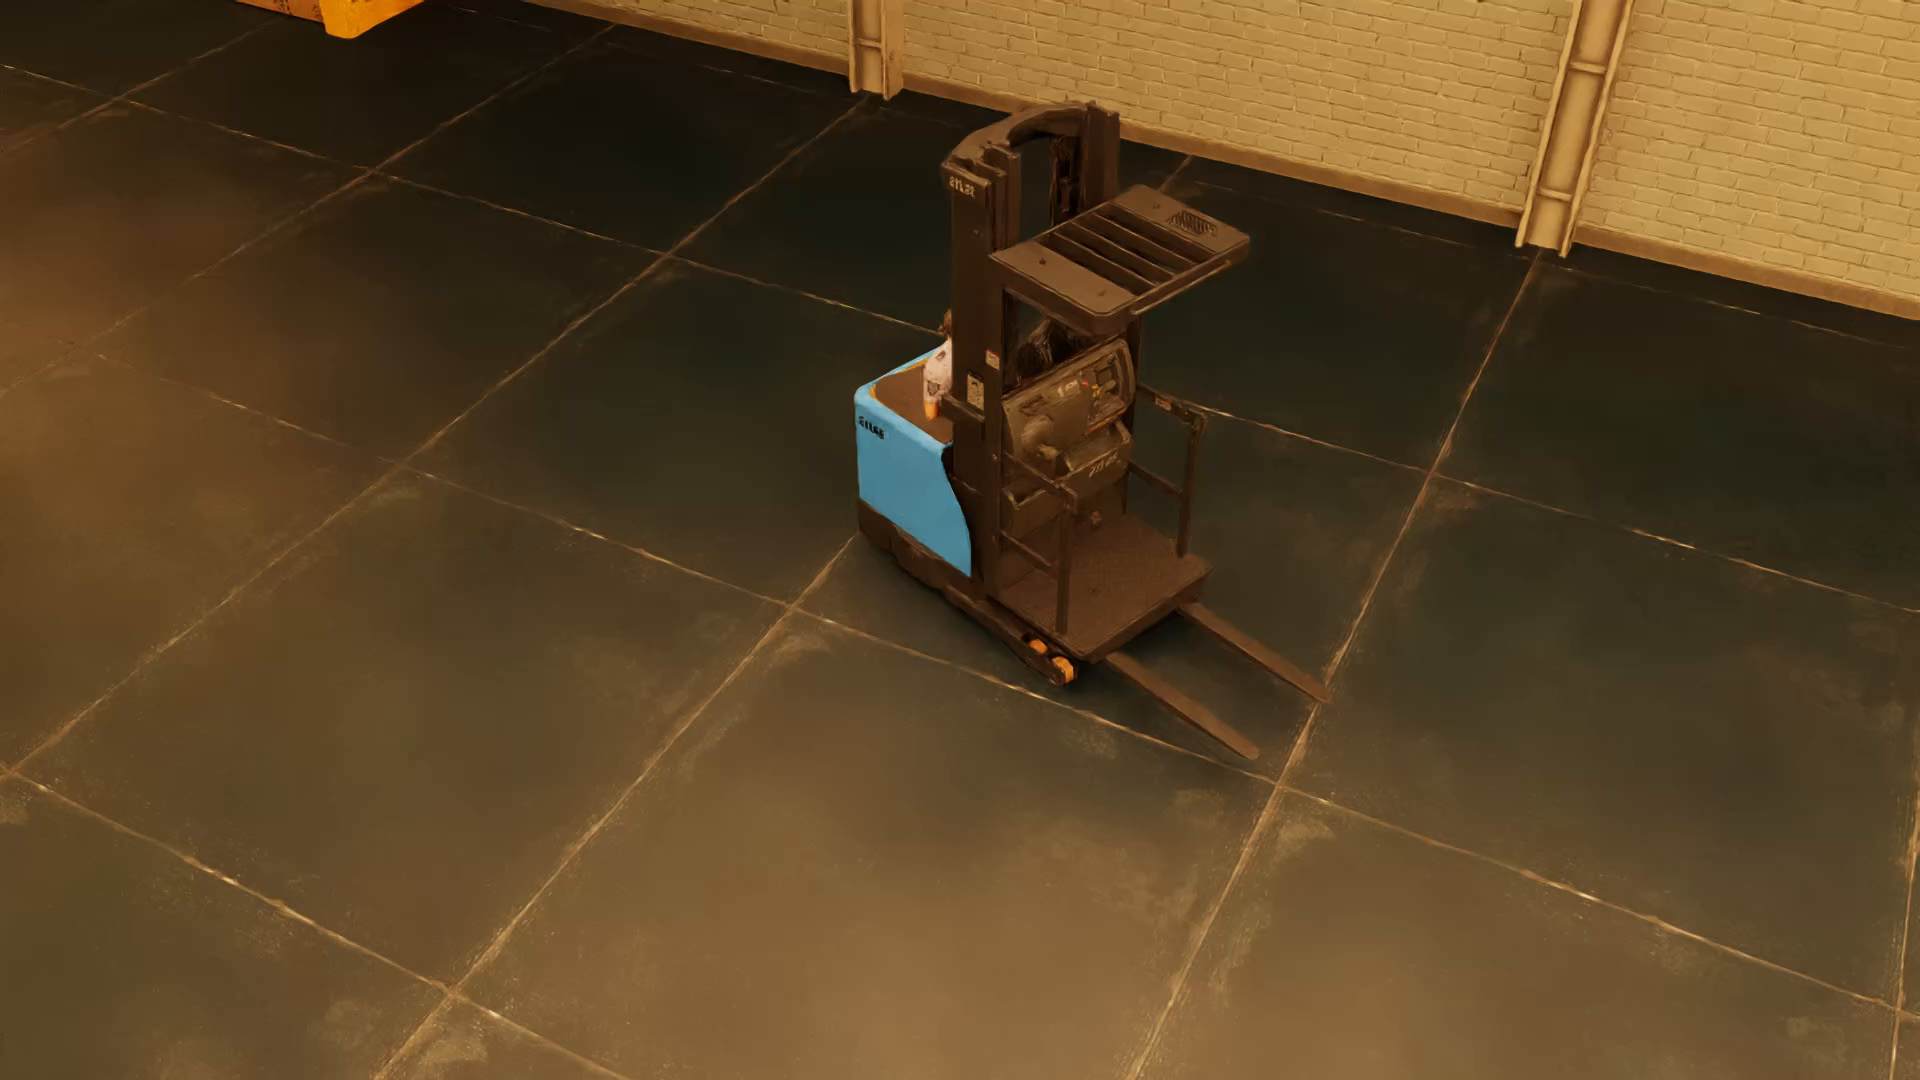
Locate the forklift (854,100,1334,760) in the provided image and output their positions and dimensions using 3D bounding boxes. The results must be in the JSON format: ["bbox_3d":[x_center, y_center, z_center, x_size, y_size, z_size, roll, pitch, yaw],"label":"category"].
[{"bbox_3d":[0.736,-0.682,8.796,1.130,2.935,3.031,-31,49,-31],"label":"forklift"}]

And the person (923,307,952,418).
[{"bbox_3d":[0.086,-0.591,9.670,0.538,1.652,0.601,18,43,21],"label":"person"}]
